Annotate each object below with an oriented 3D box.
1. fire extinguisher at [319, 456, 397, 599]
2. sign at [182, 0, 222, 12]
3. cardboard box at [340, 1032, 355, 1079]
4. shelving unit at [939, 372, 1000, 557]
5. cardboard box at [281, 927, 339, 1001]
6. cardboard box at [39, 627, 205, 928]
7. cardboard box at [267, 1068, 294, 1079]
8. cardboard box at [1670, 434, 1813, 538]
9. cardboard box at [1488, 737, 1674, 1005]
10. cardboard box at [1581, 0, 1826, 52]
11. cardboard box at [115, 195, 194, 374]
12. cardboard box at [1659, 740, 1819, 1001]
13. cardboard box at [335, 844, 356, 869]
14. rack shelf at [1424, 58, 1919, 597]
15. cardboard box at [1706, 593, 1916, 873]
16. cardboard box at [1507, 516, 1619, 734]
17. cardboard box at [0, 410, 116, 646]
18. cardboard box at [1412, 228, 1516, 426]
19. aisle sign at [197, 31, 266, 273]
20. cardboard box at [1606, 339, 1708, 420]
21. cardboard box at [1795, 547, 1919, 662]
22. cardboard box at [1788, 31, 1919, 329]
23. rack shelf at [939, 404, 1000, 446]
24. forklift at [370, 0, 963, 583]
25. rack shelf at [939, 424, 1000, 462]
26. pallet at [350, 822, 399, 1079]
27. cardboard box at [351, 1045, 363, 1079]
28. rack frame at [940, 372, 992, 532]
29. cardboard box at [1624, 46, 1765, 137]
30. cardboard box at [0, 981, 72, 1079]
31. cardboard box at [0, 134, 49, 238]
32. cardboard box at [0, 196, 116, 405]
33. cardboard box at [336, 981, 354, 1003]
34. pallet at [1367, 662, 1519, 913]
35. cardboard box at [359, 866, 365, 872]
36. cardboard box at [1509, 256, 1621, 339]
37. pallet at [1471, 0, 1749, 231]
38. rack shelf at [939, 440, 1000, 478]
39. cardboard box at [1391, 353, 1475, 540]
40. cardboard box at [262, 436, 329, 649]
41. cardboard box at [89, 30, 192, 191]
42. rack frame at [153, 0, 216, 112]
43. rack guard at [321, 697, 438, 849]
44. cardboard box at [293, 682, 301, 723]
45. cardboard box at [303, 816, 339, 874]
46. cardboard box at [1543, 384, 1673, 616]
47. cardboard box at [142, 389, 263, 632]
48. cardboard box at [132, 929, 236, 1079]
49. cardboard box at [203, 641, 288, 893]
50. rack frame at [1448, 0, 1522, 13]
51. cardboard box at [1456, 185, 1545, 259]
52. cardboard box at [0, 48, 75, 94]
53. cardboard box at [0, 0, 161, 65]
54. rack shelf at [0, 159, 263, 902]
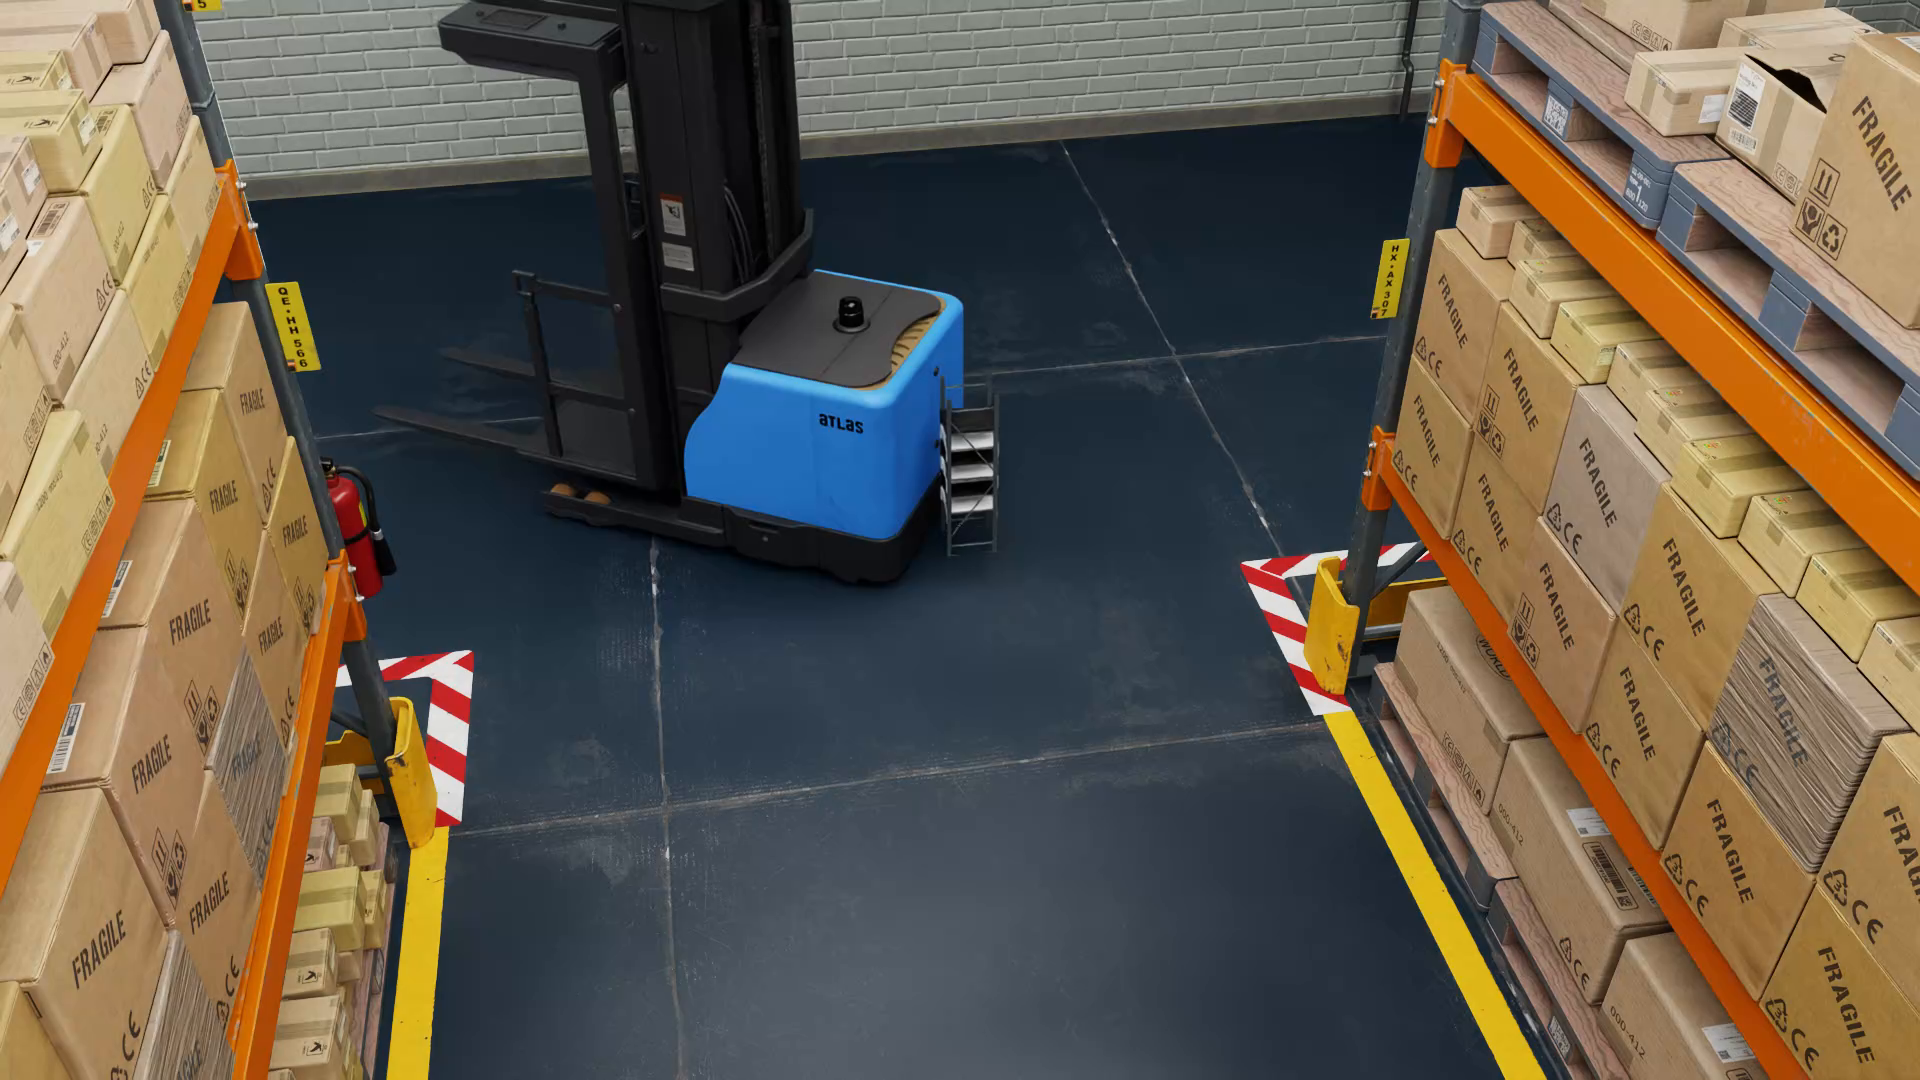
[{"bbox_3d":[-2.299,-0.082,6.178,0.296,0.674,0.183,-6,38,-8],"label":"fire extinguisher"},{"bbox_3d":[-2.160,-1.640,4.649,0.100,0.325,0.005,-6,38,-8],"label":"sign"},{"bbox_3d":[-2.140,1.698,5.259,0.380,0.149,0.250,-6,38,-7],"label":"cardboard box"},{"bbox_3d":[0.043,-0.348,7.864,0.258,0.900,0.210,-5,38,-7],"label":"shelving unit"},{"bbox_3d":[-2.226,1.423,5.369,0.380,0.149,0.250,-8,39,-10],"label":"cardboard box"},{"bbox_3d":[-2.100,0.578,3.822,0.500,0.500,0.500,-7,38,-10],"label":"cardboard box"},{"bbox_3d":[-2.187,1.751,4.948,0.380,0.149,0.250,-7,38,-9],"label":"cardboard box"},{"bbox_3d":[2.166,-0.157,4.481,0.380,0.149,0.250,-7,38,-9],"label":"cardboard box"},{"bbox_3d":[2.529,1.134,5.991,0.875,0.438,0.875,-5,38,-7],"label":"cardboard box"},{"bbox_3d":[2.314,-1.720,5.173,0.500,0.250,0.500,-10,39,-12],"label":"cardboard box"},{"bbox_3d":[-2.273,-0.630,4.193,0.500,0.250,0.500,-6,38,-8],"label":"cardboard box"},{"bbox_3d":[2.316,0.860,4.516,0.500,0.500,0.500,-7,38,-9],"label":"cardboard box"},{"bbox_3d":[-2.343,1.236,5.853,0.380,0.149,0.250,-7,38,-9],"label":"cardboard box"},{"bbox_3d":[2.497,-0.344,4.289,1.077,0.370,4.000,-6,38,-8],"label":"rack shelf"},{"bbox_3d":[2.313,0.461,4.215,0.500,0.500,0.500,-6,38,-7],"label":"cardboard box"},{"bbox_3d":[2.135,0.241,5.313,0.500,0.500,0.500,-6,38,-8],"label":"cardboard box"},{"bbox_3d":[-2.086,-0.010,3.395,0.500,0.250,0.500,-5,38,-6],"label":"cardboard box"},{"bbox_3d":[1.950,-0.765,5.794,0.500,0.500,0.500,-7,38,-9],"label":"cardboard box"},{"bbox_3d":[-2.427,-1.161,5.081,0.394,0.787,0.004,-6,38,-8],"label":"aisle sign"},{"bbox_3d":[2.147,-0.468,4.882,0.380,0.149,0.250,-6,38,-8],"label":"cardboard box"},{"bbox_3d":[2.318,0.143,4.095,0.380,0.149,0.250,-7,38,-9],"label":"cardboard box"},{"bbox_3d":[2.352,-0.847,3.845,0.500,0.500,0.500,-6,38,-7],"label":"cardboard box"},{"bbox_3d":[0.043,-0.534,7.719,0.258,0.077,0.200,-5,38,-7],"label":"rack shelf"},{"bbox_3d":[-1.540,-1.515,7.711,3.031,2.935,1.130,13,40,16],"label":"forklift"},{"bbox_3d":[0.043,-0.463,7.774,0.258,0.077,0.200,-5,38,-7],"label":"rack shelf"},{"bbox_3d":[-2.589,1.583,5.940,1.003,0.211,1.213,-6,38,-8],"label":"pallet"},{"bbox_3d":[-2.143,1.806,5.362,0.380,0.149,0.250,-8,39,-10],"label":"cardboard box"},{"bbox_3d":[0.027,-0.409,7.943,0.240,0.900,0.006,-5,38,-7],"label":"rack frame"},{"bbox_3d":[2.111,-1.260,4.663,0.380,0.149,0.250,-5,38,-6],"label":"cardboard box"},{"bbox_3d":[-1.953,1.196,3.027,0.500,0.500,0.500,-7,38,-9],"label":"cardboard box"},{"bbox_3d":[-2.231,-0.747,3.612,0.380,0.149,0.250,-7,38,-9],"label":"cardboard box"},{"bbox_3d":[-2.200,-0.512,3.633,0.500,0.250,0.500,-6,38,-7],"label":"cardboard box"},{"bbox_3d":[-2.306,1.511,5.742,0.380,0.149,0.250,-6,38,-8],"label":"cardboard box"},{"bbox_3d":[2.363,0.924,6.788,1.003,0.211,1.213,-6,38,-8],"label":"pallet"},{"bbox_3d":[-2.412,1.197,6.145,0.380,0.149,0.250,-6,38,-7],"label":"cardboard box"},{"bbox_3d":[1.985,-0.778,5.281,0.380,0.149,0.250,-5,38,-7],"label":"cardboard box"},{"bbox_3d":[2.287,-1.354,5.075,1.003,0.211,1.213,-6,38,-8],"label":"pallet"},{"bbox_3d":[0.043,-0.392,7.829,0.258,0.077,0.200,-5,38,-7],"label":"rack shelf"},{"bbox_3d":[1.948,-0.370,6.100,0.500,0.500,0.500,-7,38,-8],"label":"cardboard box"},{"bbox_3d":[-2.377,0.029,5.344,0.500,0.500,0.500,-5,38,-7],"label":"cardboard box"},{"bbox_3d":[-2.378,-1.130,4.429,0.500,0.250,0.500,-7,38,-9],"label":"cardboard box"},{"bbox_3d":[-2.709,-2.427,3.939,1.000,3.000,0.127,-6,38,-8],"label":"rack frame"},{"bbox_3d":[-2.696,0.975,6.488,1.175,0.500,0.348,-6,38,-8],"label":"rack guard"},{"bbox_3d":[-2.309,0.512,5.251,0.380,0.149,0.250,-7,38,-8],"label":"cardboard box"},{"bbox_3d":[-2.380,1.117,5.763,0.380,0.149,0.250,-6,38,-7],"label":"cardboard box"},{"bbox_3d":[2.145,-0.144,4.994,0.500,0.500,0.500,-7,38,-8],"label":"cardboard box"},{"bbox_3d":[-2.295,-0.054,4.636,0.500,0.500,0.500,-7,38,-9],"label":"cardboard box"},{"bbox_3d":[-1.994,1.268,3.748,0.500,0.500,0.500,-7,38,-9],"label":"cardboard box"},{"bbox_3d":[-2.194,0.645,4.550,0.500,0.500,0.500,-6,38,-8],"label":"cardboard box"},{"bbox_3d":[2.146,-3.021,4.703,1.000,3.000,0.127,-6,38,-8],"label":"rack frame"},{"bbox_3d":[1.936,-1.098,5.693,0.380,0.149,0.250,-5,38,-7],"label":"cardboard box"},{"bbox_3d":[-2.369,-1.055,4.007,0.380,0.149,0.250,-7,38,-9],"label":"cardboard box"},{"bbox_3d":[-2.362,-1.369,4.412,0.380,0.149,0.250,-7,38,-8],"label":"cardboard box"},{"bbox_3d":[-2.359,0.249,3.525,1.077,0.370,4.000,-6,38,-8],"label":"rack shelf"}]
